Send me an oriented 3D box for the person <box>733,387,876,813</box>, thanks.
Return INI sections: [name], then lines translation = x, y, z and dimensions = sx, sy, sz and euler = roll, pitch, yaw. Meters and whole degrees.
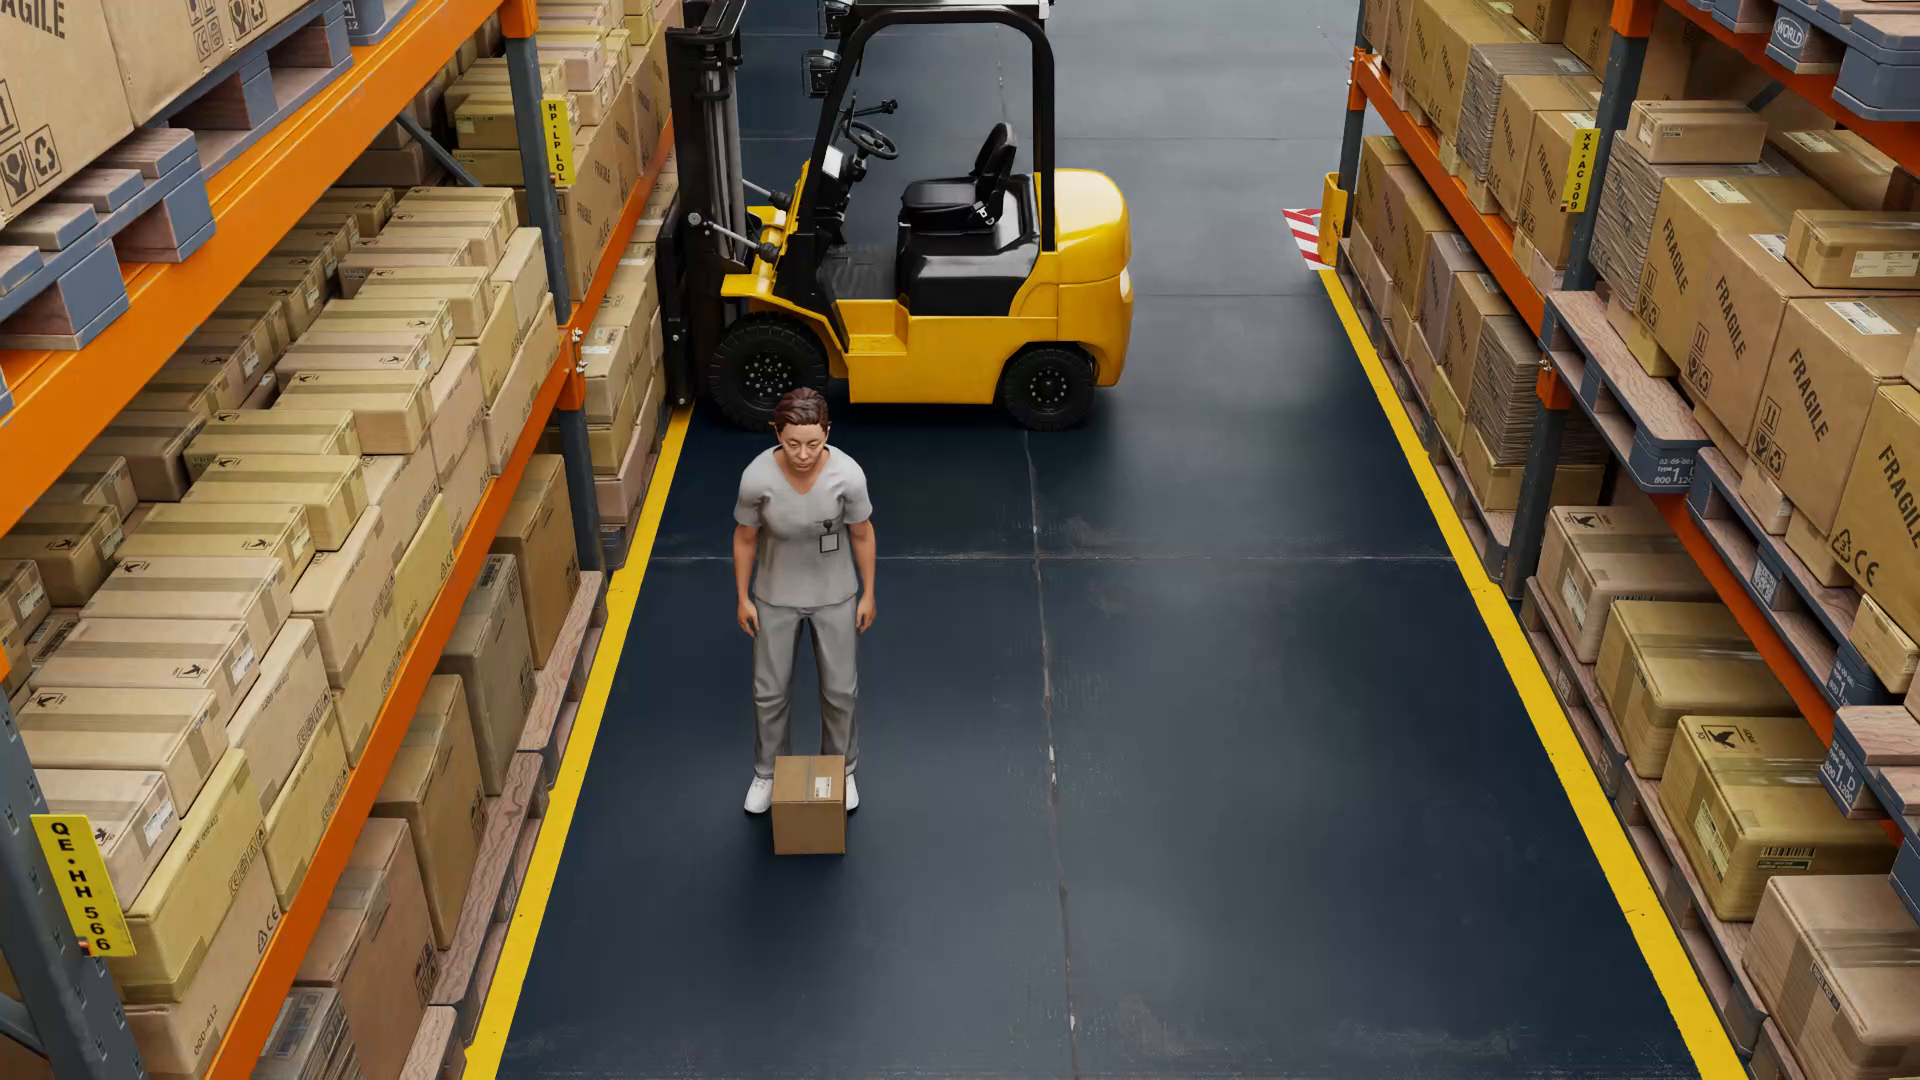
[person]
translation = -0.544, 0.211, 5.795
dimensions = 0.513, 1.671, 0.359
euler = -2, 32, -3
